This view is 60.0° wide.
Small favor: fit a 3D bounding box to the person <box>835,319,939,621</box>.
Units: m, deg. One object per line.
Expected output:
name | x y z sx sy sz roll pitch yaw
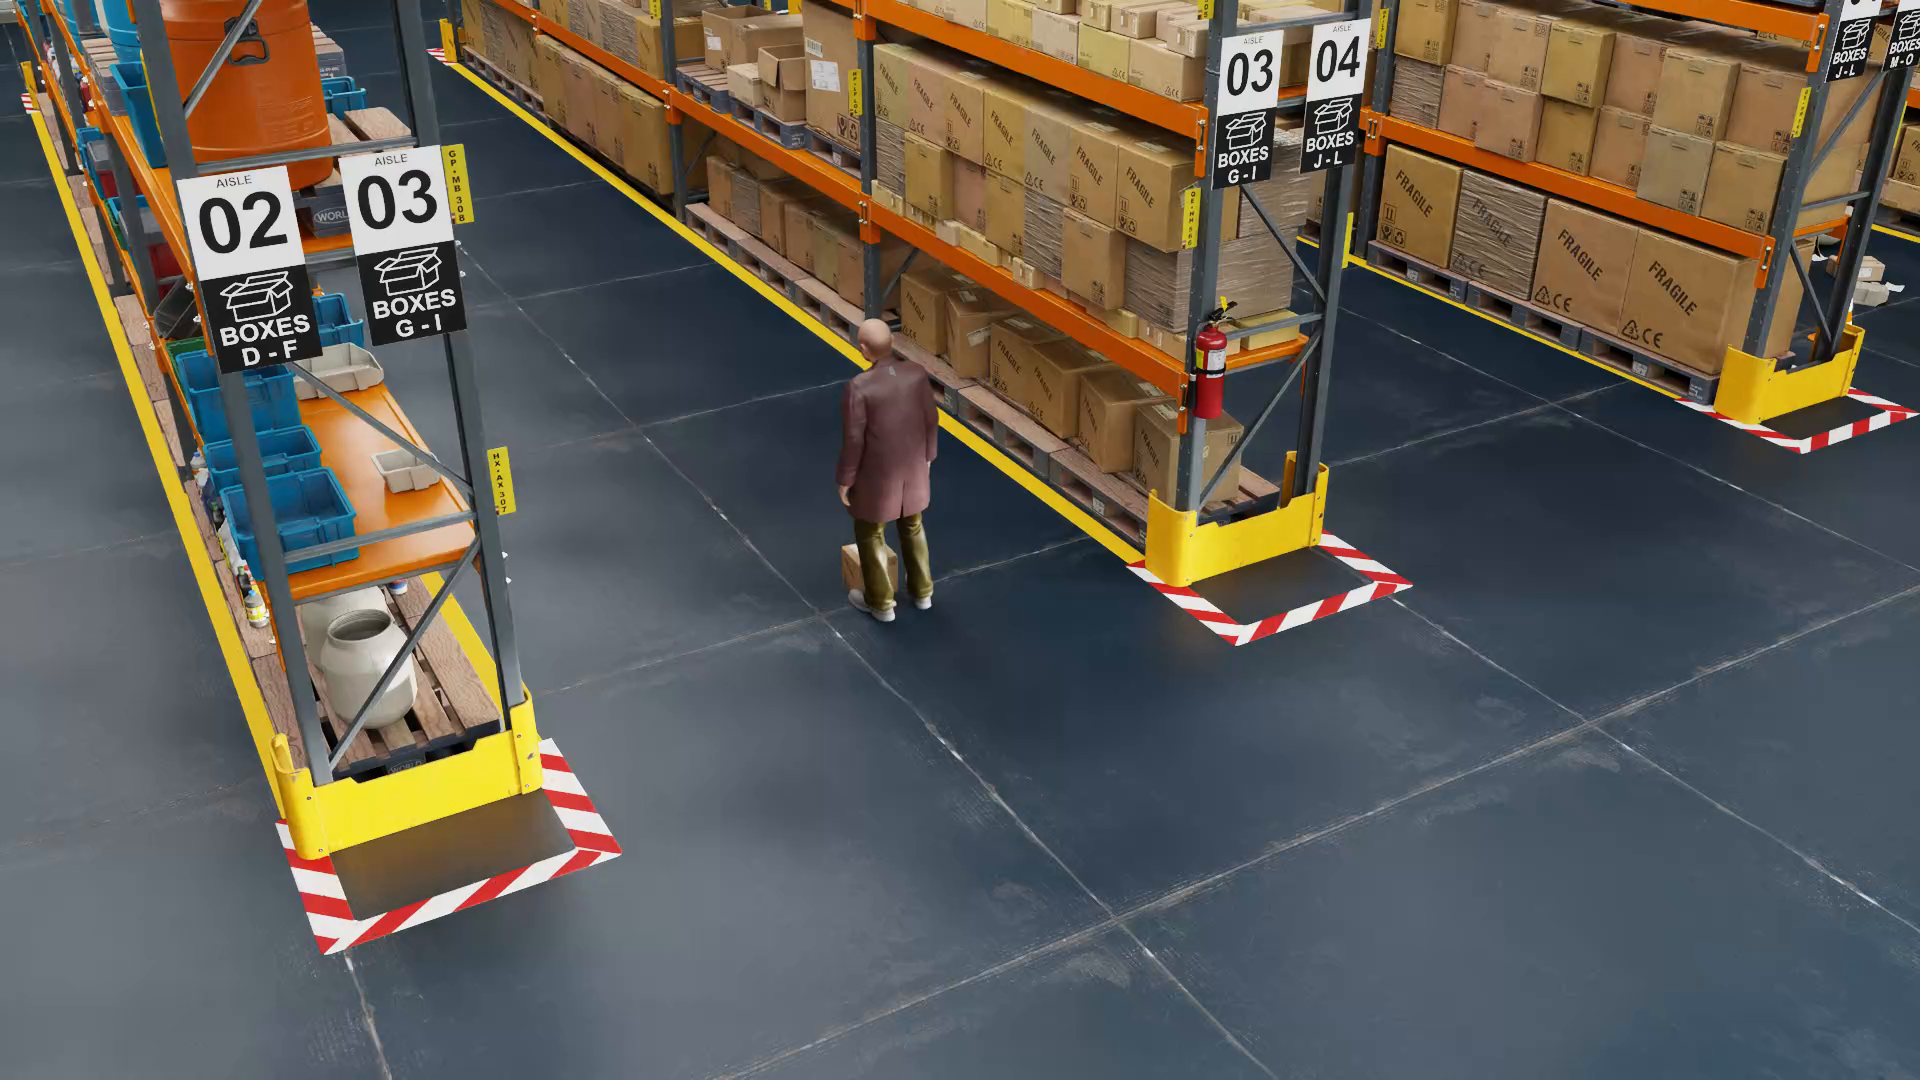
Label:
person | -0.412 -0.389 9.299 0.647 1.772 0.429 -18 33 -29
